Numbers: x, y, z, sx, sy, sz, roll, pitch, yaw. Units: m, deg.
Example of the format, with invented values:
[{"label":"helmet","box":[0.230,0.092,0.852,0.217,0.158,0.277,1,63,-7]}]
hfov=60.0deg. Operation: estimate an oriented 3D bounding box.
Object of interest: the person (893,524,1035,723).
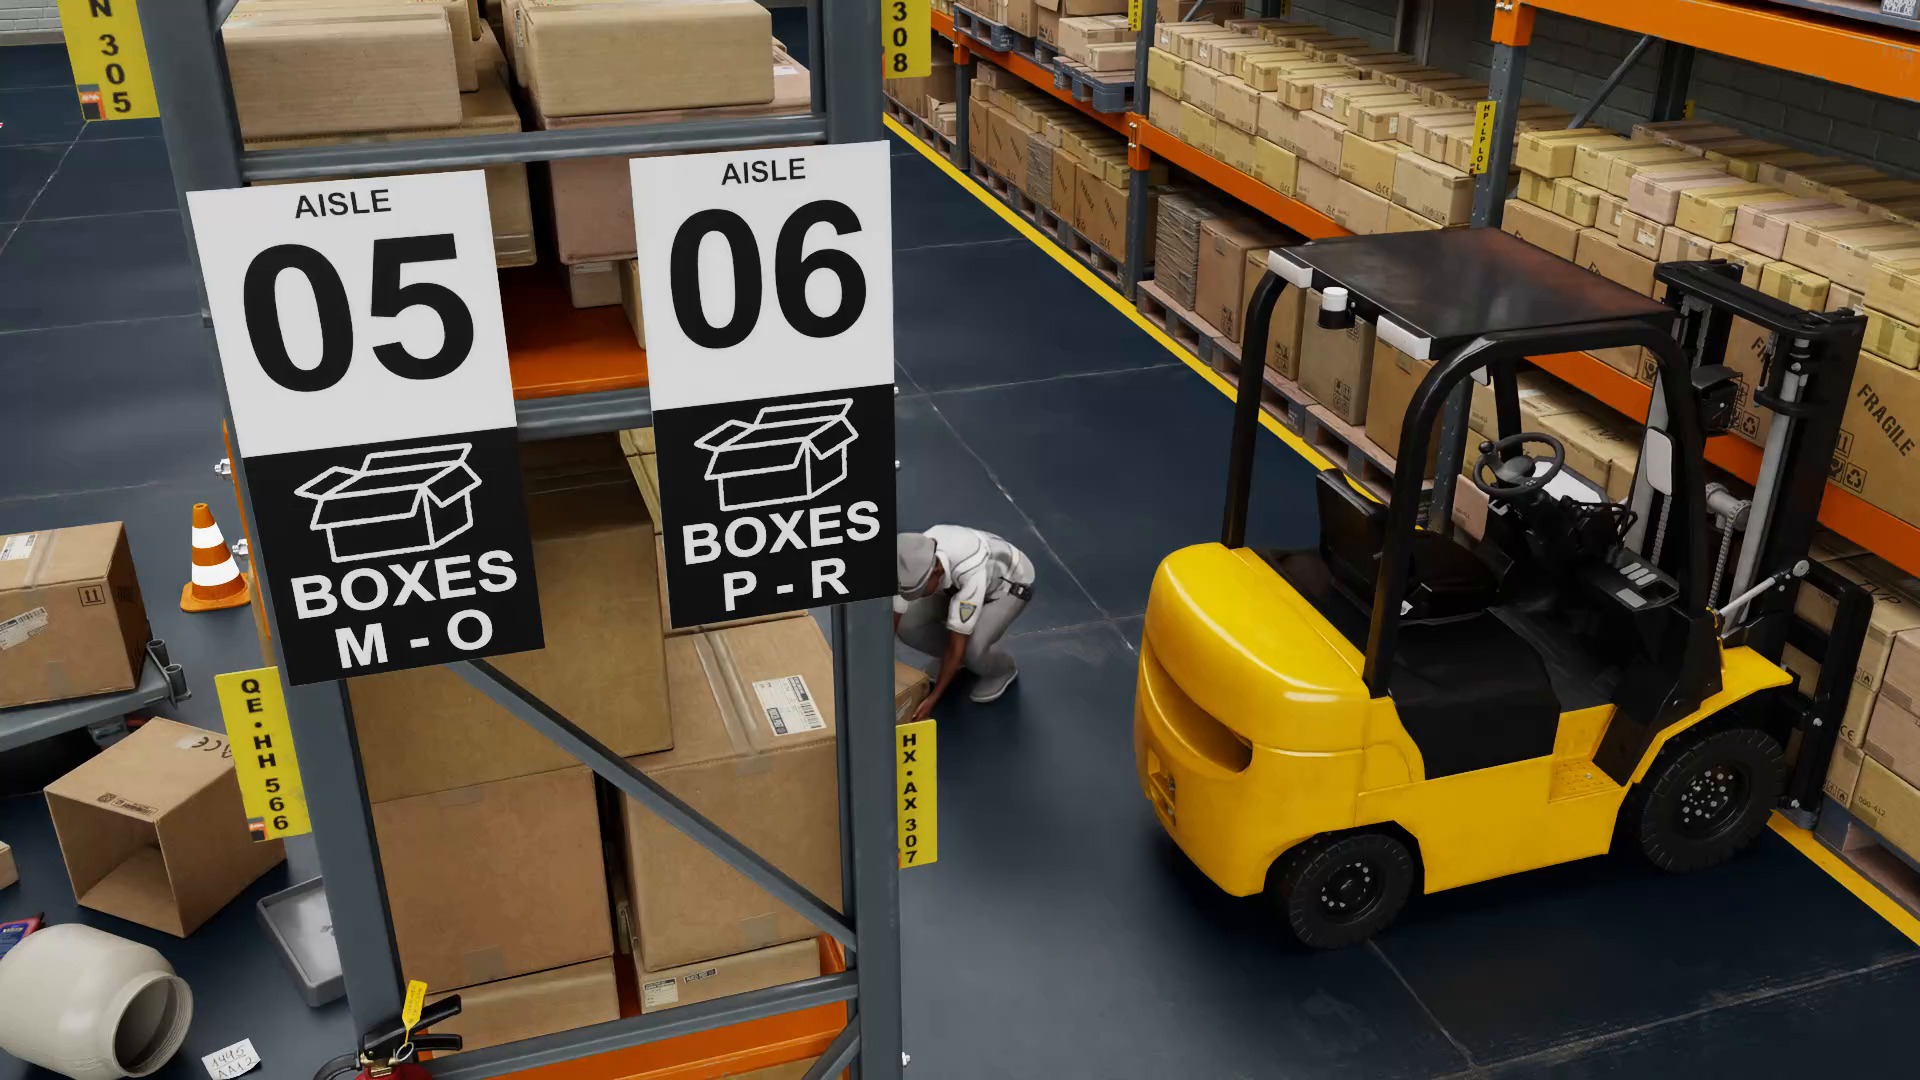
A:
[{"label":"person","box":[-0.038,0.272,6.955,0.478,0.881,0.870,20,33,35]}]
